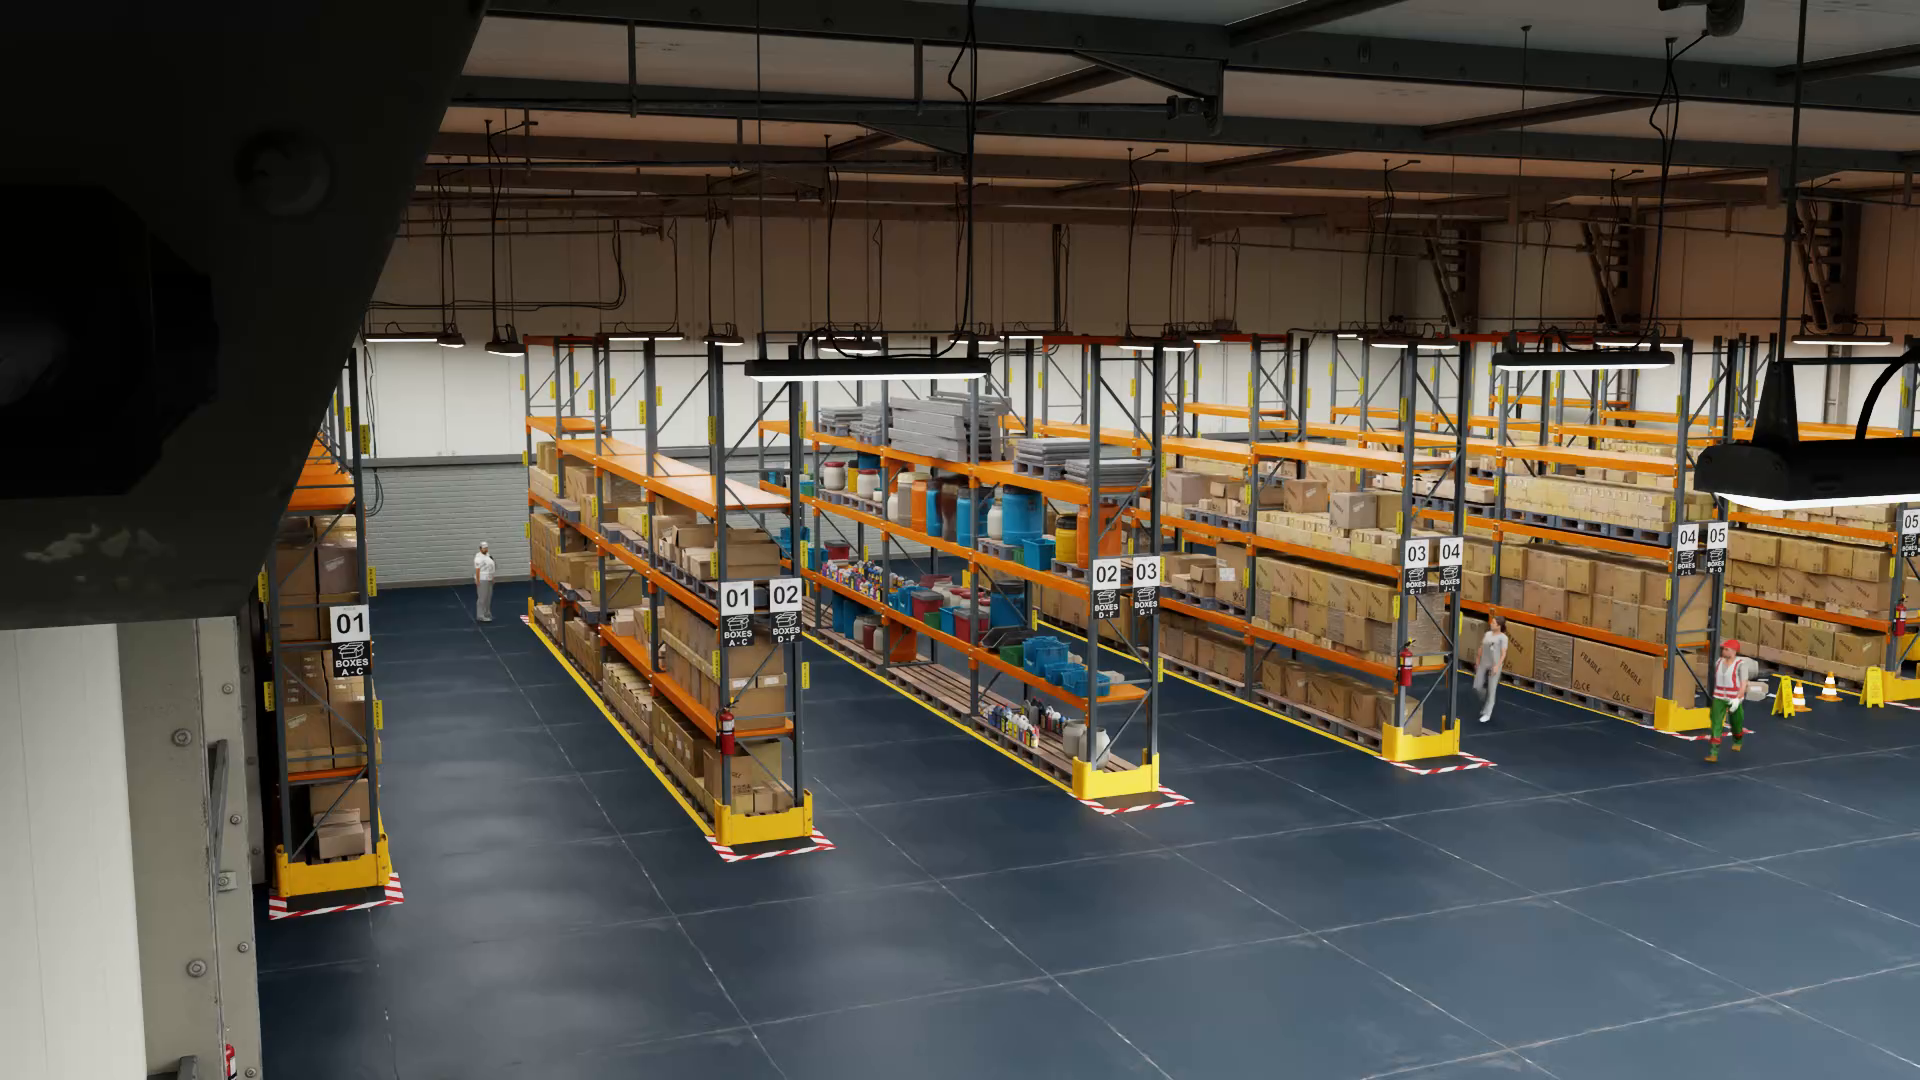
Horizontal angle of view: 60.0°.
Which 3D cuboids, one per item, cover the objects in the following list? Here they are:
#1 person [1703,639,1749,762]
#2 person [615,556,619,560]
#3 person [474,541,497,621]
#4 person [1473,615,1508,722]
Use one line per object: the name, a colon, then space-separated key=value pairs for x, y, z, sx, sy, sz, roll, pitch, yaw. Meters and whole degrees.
person: x=11.047 y=2.294 z=23.888 sx=0.486 sy=1.759 sz=1.057 roll=5 pitch=9 yaw=35
person: x=-7.345 y=0.713 z=35.988 sx=1.029 sy=1.604 sz=0.555 roll=6 pitch=10 yaw=40
person: x=-9.978 y=0.873 z=35.017 sx=0.428 sy=1.711 sz=0.523 roll=0 pitch=8 yaw=-1
person: x=8.365 y=2.020 z=26.296 sx=0.514 sy=1.654 sz=0.611 roll=6 pitch=10 yaw=37
